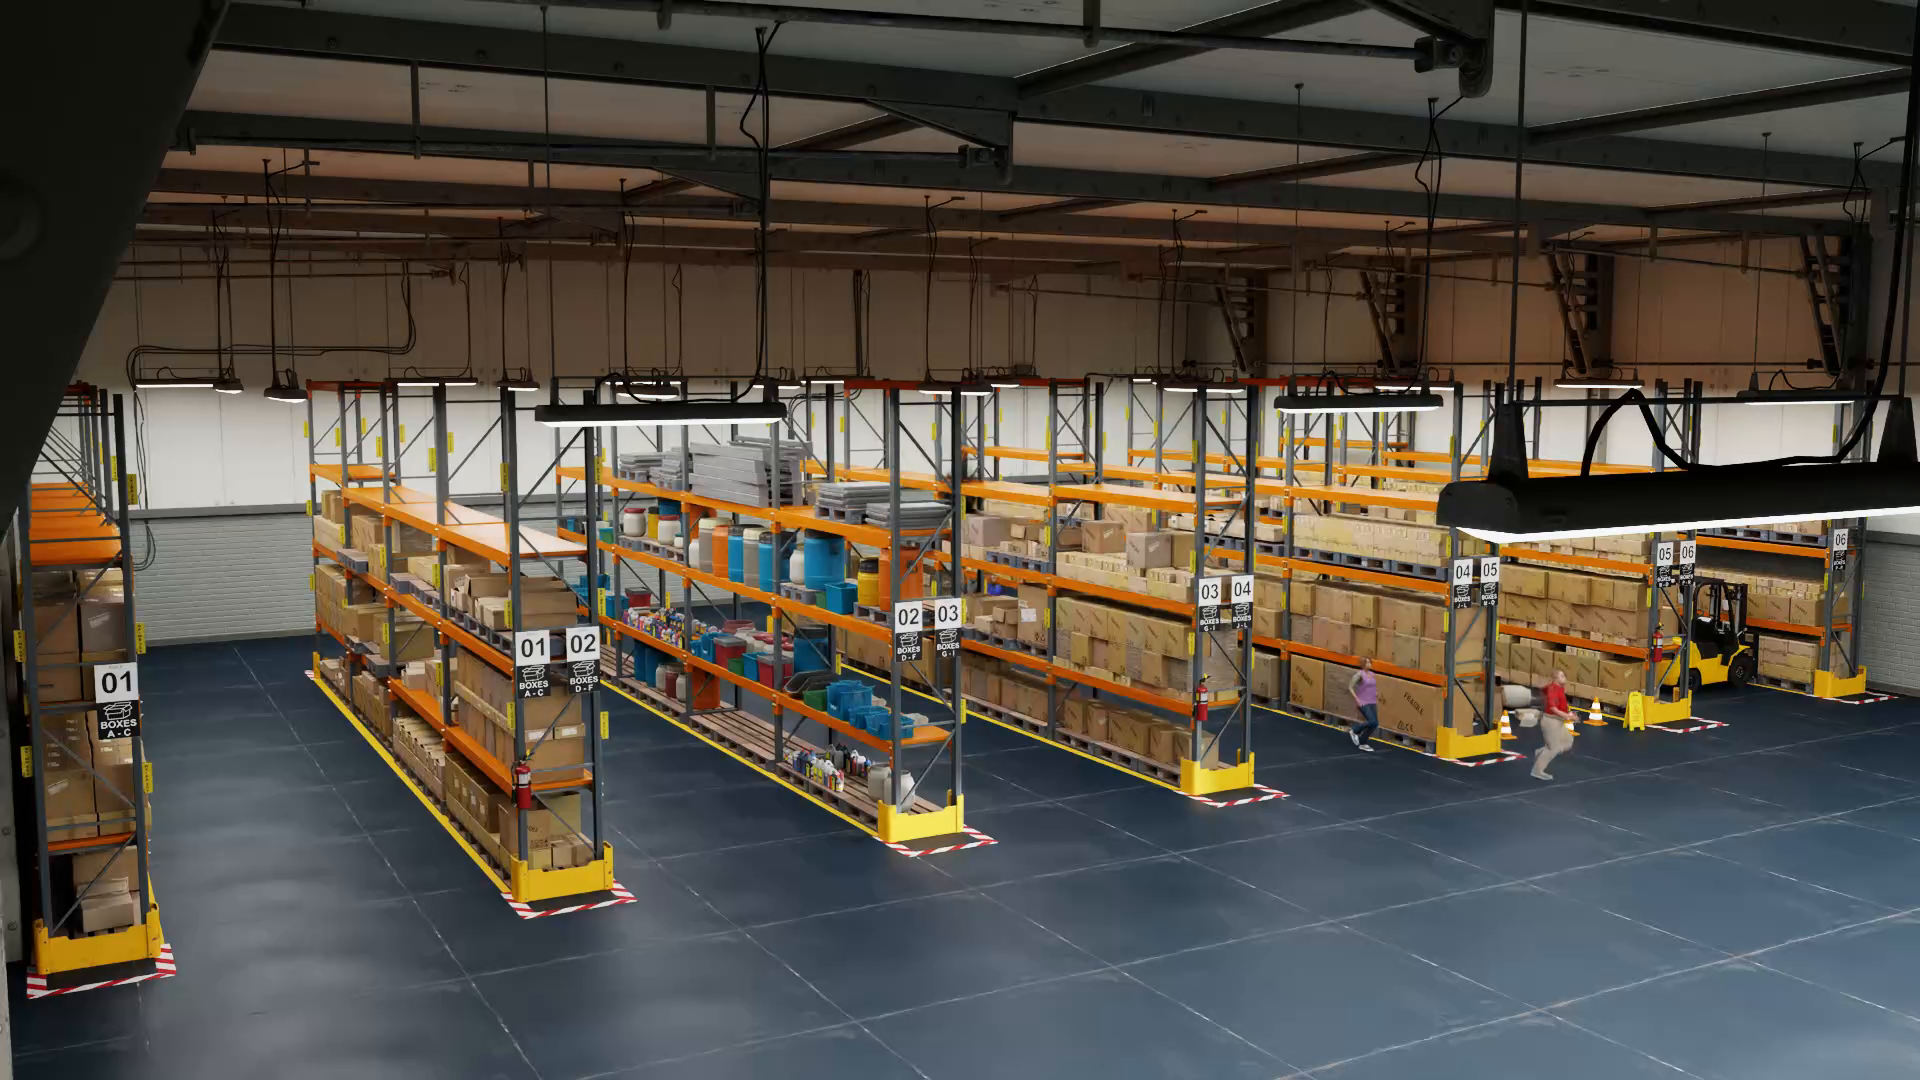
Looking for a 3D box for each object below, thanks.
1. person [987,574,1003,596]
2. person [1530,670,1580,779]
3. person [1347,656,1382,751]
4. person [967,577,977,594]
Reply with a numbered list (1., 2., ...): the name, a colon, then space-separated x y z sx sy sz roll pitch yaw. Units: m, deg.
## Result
1. person: 0.753 1.573 37.124 0.558 1.621 0.593 -3 7 -28
2. person: 9.102 2.804 25.364 0.685 1.685 0.697 3 7 24
3. person: 6.650 2.681 27.117 0.526 1.542 0.488 -5 8 -37
4. person: 0.253 1.073 42.059 0.532 1.594 0.651 -2 6 -16
